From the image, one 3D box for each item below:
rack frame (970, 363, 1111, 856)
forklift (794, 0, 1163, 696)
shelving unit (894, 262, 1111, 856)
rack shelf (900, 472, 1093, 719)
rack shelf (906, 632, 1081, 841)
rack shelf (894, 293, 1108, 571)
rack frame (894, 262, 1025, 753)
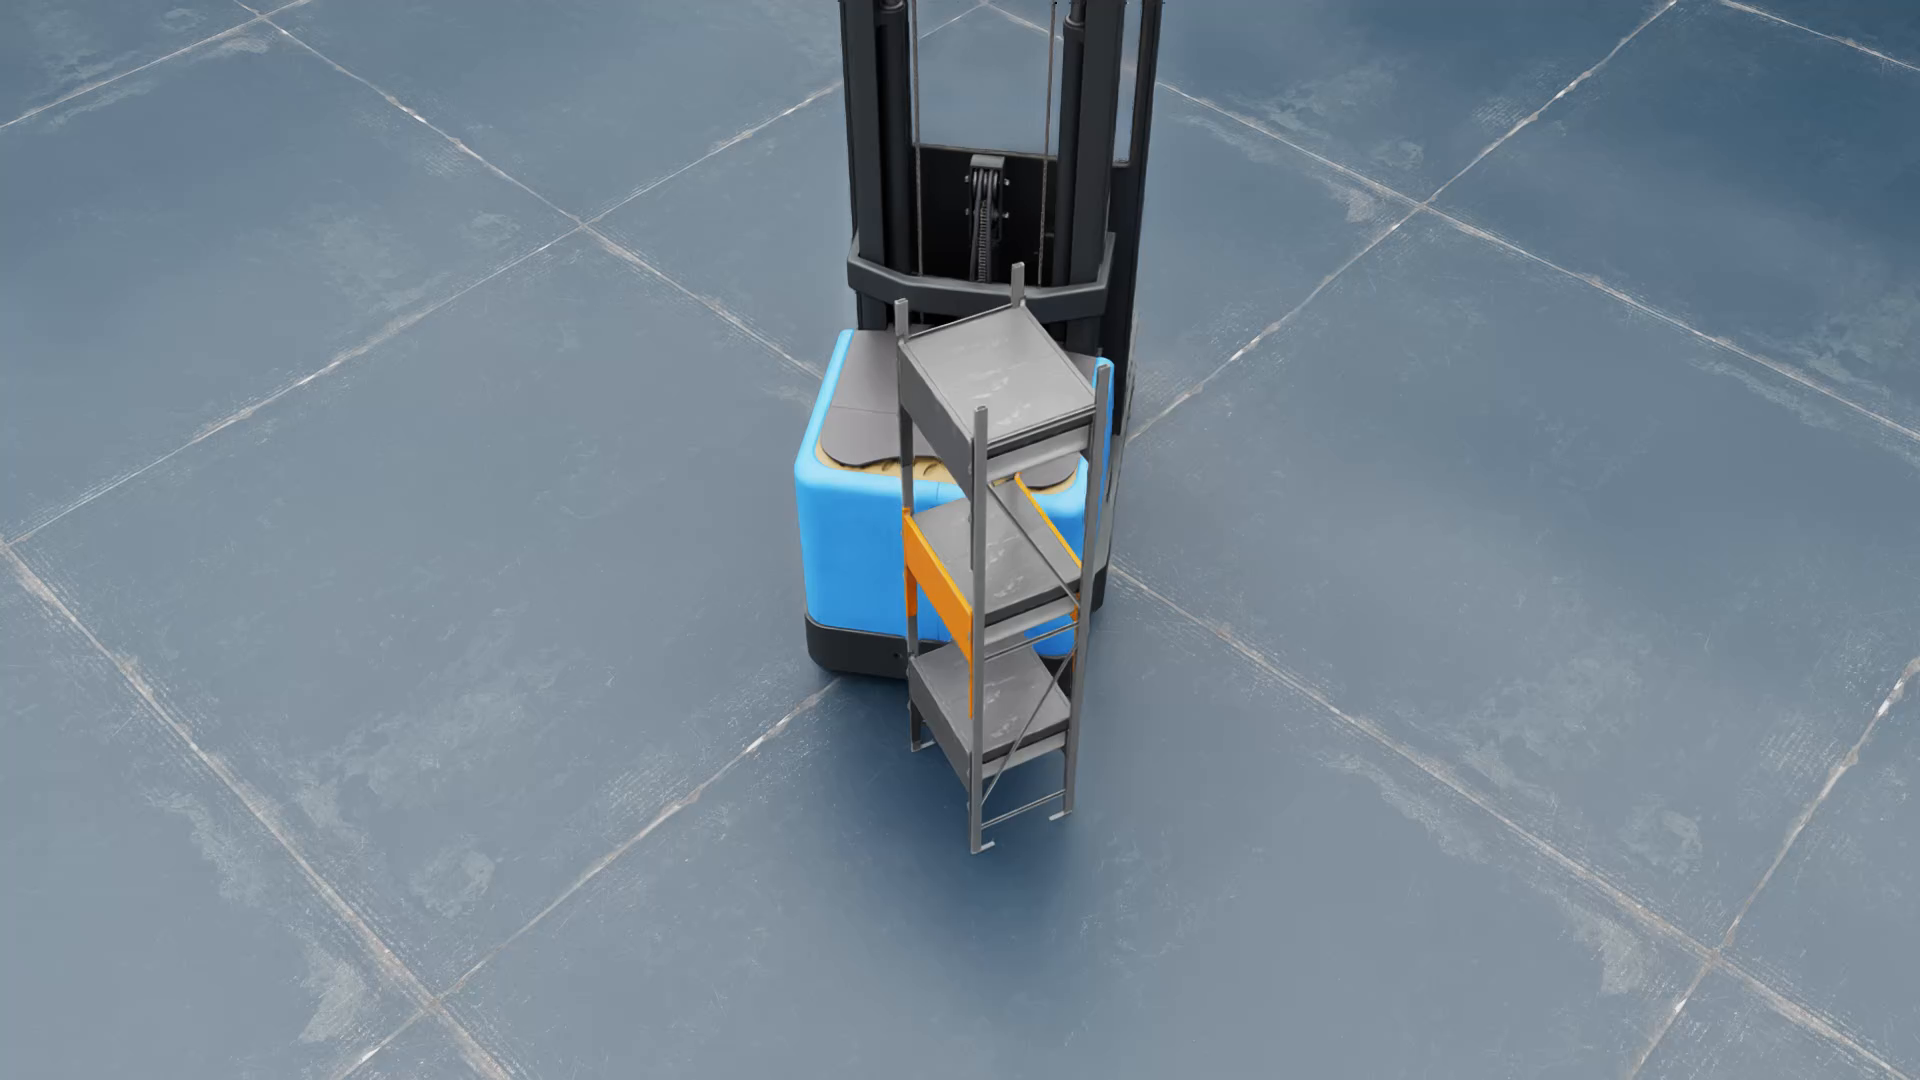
[{"bbox_3d":[0.218,0.317,5.120,0.400,2.100,0.015,-20,50,-18],"label":"rack frame"},{"bbox_3d":[0.177,-1.501,6.257,1.130,2.935,3.031,7,47,7],"label":"forklift"},{"bbox_3d":[0.110,0.157,5.270,0.431,2.100,0.503,-20,50,-18],"label":"shelving unit"},{"bbox_3d":[0.110,0.167,5.280,0.431,0.518,0.480,-20,50,-18],"label":"rack shelf"},{"bbox_3d":[0.110,0.646,5.790,0.431,0.518,0.480,-20,50,-18],"label":"rack shelf"},{"bbox_3d":[0.110,-0.312,4.769,0.431,0.518,0.480,-20,50,-18],"label":"rack shelf"},{"bbox_3d":[0.002,-0.002,5.419,0.400,2.100,0.015,-20,50,-18],"label":"rack frame"}]
